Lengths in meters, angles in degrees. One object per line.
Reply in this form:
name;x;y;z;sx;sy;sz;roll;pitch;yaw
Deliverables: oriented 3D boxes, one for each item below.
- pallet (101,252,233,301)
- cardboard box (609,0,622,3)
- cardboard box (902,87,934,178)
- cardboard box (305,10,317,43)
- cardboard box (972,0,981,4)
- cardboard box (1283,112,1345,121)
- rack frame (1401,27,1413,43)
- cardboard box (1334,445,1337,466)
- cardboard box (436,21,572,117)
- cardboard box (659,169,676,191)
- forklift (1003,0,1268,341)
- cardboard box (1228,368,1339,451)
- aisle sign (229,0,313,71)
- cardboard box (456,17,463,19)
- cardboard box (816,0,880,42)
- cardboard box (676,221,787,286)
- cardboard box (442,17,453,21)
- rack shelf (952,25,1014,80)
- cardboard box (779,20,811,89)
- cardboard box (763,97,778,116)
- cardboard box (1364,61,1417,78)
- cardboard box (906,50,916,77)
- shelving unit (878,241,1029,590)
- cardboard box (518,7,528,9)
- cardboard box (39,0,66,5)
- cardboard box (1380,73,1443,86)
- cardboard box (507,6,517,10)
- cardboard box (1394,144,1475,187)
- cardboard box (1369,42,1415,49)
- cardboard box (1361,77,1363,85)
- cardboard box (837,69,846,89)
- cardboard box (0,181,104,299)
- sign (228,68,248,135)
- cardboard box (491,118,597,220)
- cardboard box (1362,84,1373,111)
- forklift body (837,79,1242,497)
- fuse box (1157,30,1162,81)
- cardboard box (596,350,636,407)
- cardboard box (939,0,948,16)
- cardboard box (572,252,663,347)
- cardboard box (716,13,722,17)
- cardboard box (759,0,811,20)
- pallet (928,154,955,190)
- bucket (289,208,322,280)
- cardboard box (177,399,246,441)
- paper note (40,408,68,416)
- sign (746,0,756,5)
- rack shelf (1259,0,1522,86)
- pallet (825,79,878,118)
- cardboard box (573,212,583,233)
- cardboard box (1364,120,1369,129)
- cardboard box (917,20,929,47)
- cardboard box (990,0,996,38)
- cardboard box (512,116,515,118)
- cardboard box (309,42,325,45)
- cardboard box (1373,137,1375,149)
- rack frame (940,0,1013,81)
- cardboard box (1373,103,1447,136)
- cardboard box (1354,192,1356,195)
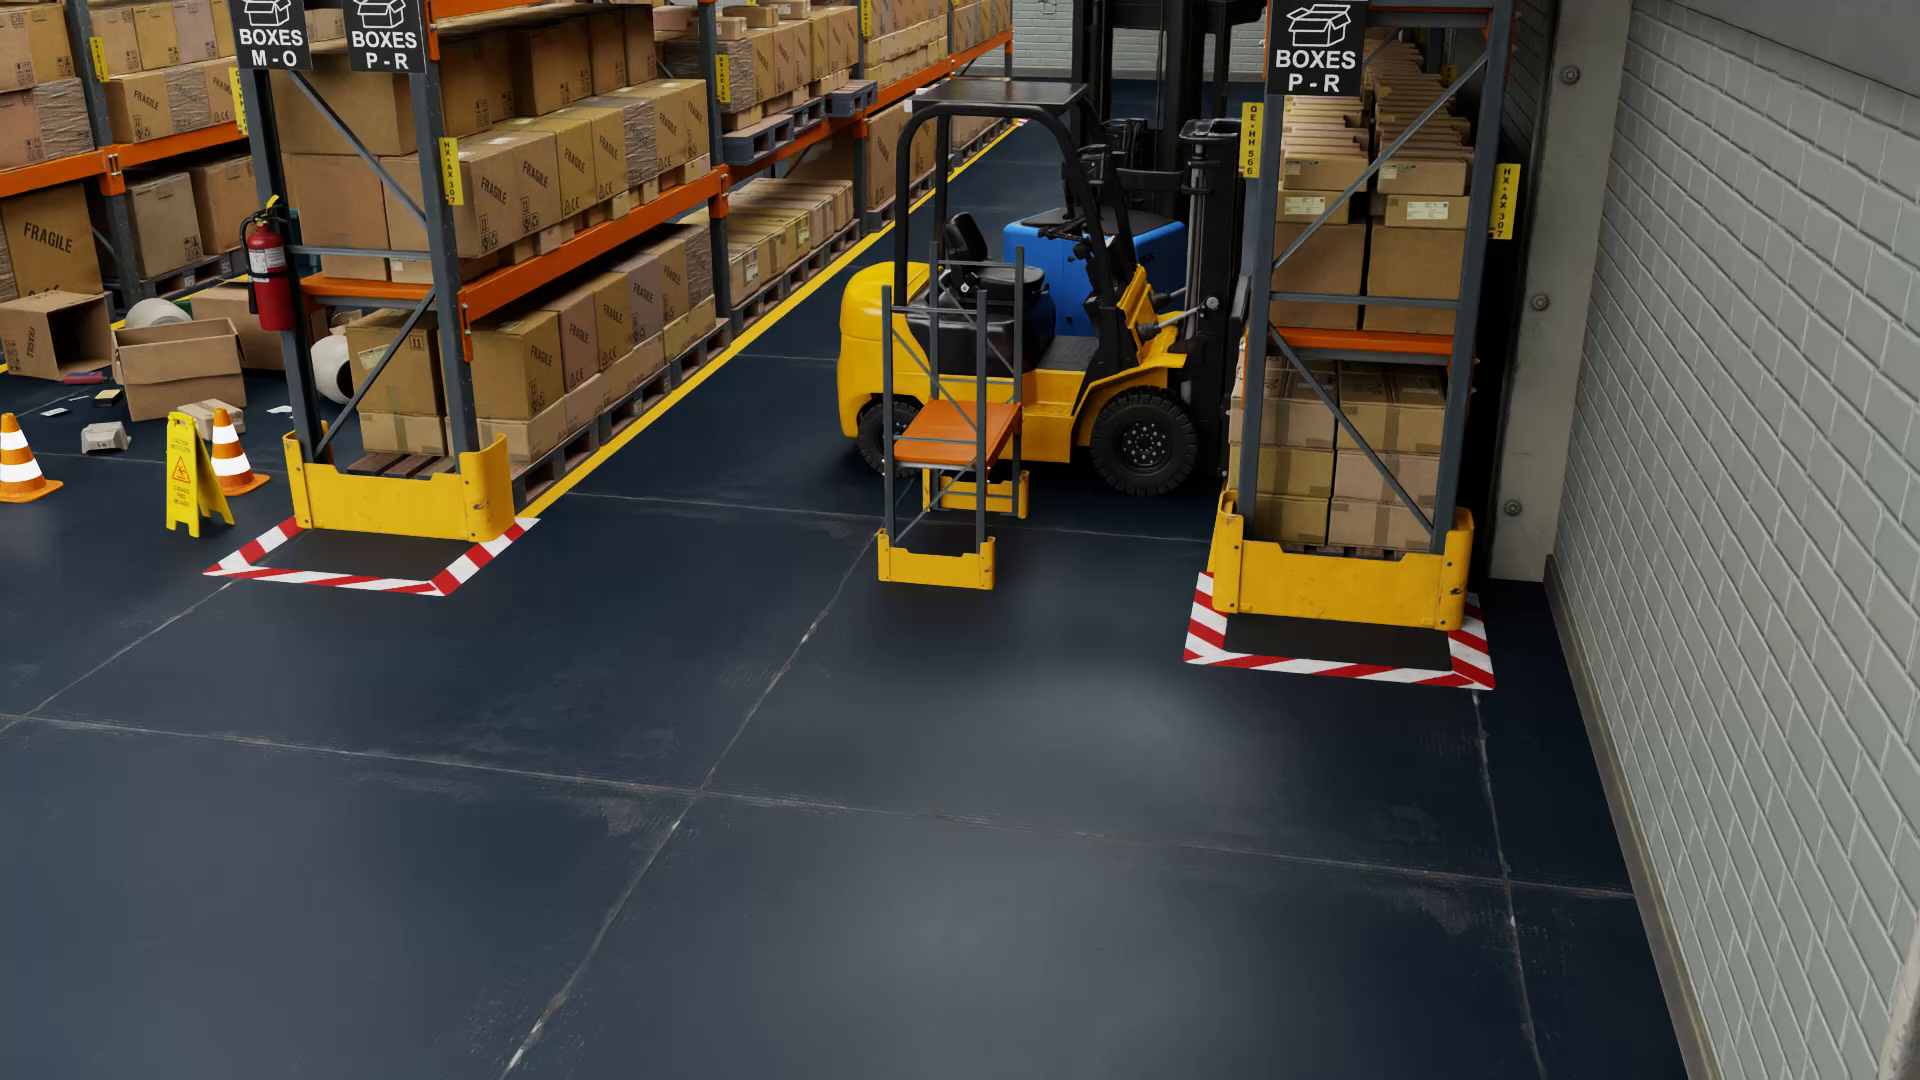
pallet;-7.005;-2.251;14.161;1.003;0.211;1.213;4;22;11
cardboard box;-4.796;-7.090;21.911;0.500;0.500;0.500;6;23;14
cardboard box;-0.815;-4.488;18.263;0.875;0.875;0.875;5;22;12
cardboard box;-6.476;-4.881;15.487;0.700;0.500;0.500;4;22;10
cardboard box;-0.031;-6.879;20.446;0.500;0.500;0.500;5;22;12
cardboard box;1.851;-2.183;8.859;0.380;0.149;0.250;5;22;12
rack frame;3.454;-4.002;14.776;1.000;3.000;0.127;4;22;11
cardboard box;2.212;-0.568;8.698;0.500;0.250;0.500;4;22;10
cardboard box;-2.796;-2.856;10.059;0.700;0.500;0.500;4;22;11
cardboard box;-2.163;-2.478;11.327;0.380;0.149;0.250;5;22;11
forklift;1.502;-2.874;12.066;1.130;2.935;3.031;14;26;30
cardboard box;1.610;-0.652;8.237;0.500;0.250;0.500;5;23;13
aisle sign;-3.335;-2.659;7.960;0.394;0.787;0.004;4;22;11
cardboard box;-5.665;-5.667;18.287;0.380;0.149;0.250;5;23;13
cardboard box;-1.066;-5.051;15.908;0.500;0.500;0.500;4;22;9
cardboard box;-1.974;-2.347;13.622;0.950;0.372;0.625;6;23;14
cardboard box;-5.722;-5.709;17.991;0.380;0.149;0.250;5;23;13
rack shelf;-0.182;-6.240;21.295;1.077;0.370;4.000;4;22;11
cardboard box;-1.535;-3.997;13.668;0.500;0.500;0.500;4;22;9
cardboard box;-1.664;-3.464;13.213;0.380;0.149;0.250;5;22;12
cardboard box;3.276;-3.553;12.658;0.380;0.149;0.250;5;22;11
cardboard box;-0.762;-5.031;17.531;0.500;0.250;0.500;4;22;11
shelving unit;-0.016;-0.668;8.504;0.587;1.500;1.083;4;22;11
cardboard box;-5.344;-6.238;19.704;0.380;0.149;0.250;5;23;13
cardboard box;-10.676;-6.396;19.244;0.797;0.503;0.637;5;23;13
cardboard box;2.869;-2.885;10.601;0.380;0.149;0.250;5;22;11
cardboard box;-5.401;-6.277;19.401;0.380;0.149;0.250;4;22;9
cardboard box;2.215;-1.761;7.810;0.380;0.149;0.250;5;23;13
cardboard box;3.642;-4.111;14.044;0.380;0.149;0.250;5;22;12
cardboard box;2.335;-2.827;10.457;0.380;0.149;0.250;5;22;12
cardboard box;-1.234;-4.121;14.844;0.380;0.149;0.250;4;22;10
cardboard box;-7.285;-2.241;12.686;0.875;0.875;0.875;5;22;12
sign;-3.578;-2.187;8.295;0.100;0.325;0.005;4;22;11
cardboard box;-2.465;-2.166;9.685;0.500;0.500;0.500;4;22;10
cardboard box;2.920;-2.999;11.282;0.380;0.149;0.250;4;22;10
forklift body;0.423;-1.515;9.737;2.313;2.155;1.214;4;22;11
fuse box;3.381;-8.558;27.812;0.539;1.711;0.414;4;22;11
cardboard box;-2.392;-1.033;10.523;0.500;0.250;0.500;6;23;15
cardboard box;-0.435;-6.170;18.686;0.500;0.500;0.500;5;23;13
cardboard box;-2.285;-1.574;10.861;0.500;0.500;0.500;6;23;14
cardboard box;-1.926;-4.226;14.237;0.500;0.500;0.500;5;22;12
cardboard box;-1.464;-4.440;13.899;0.380;0.149;0.250;3;22;8
pallet;-0.673;-4.261;19.150;1.003;0.211;1.213;4;22;11
bucket;-4.859;-2.218;12.693;0.726;0.611;0.620;13;15;29
cardboard box;-4.749;-0.764;10.552;0.380;0.149;0.250;18;28;38
paper note;-5.931;-0.845;10.912;0.144;0.017;0.142;13;25;29
sign;-1.950;-4.957;15.598;0.100;0.325;0.005;4;22;11
rack shelf;2.230;-2.866;8.902;1.077;0.370;4.000;4;22;11
pallet;-1.447;-4.022;15.081;1.213;0.211;1.003;4;22;11
cardboard box;-2.483;-1.917;9.936;0.380;0.149;0.250;5;23;13
cardboard box;2.811;-2.401;10.666;0.500;0.500;0.500;4;22;11
cardboard box;-0.636;-5.451;17.906;0.500;0.250;0.500;5;22;12
cardboard box;0.175;-6.784;21.548;0.500;0.500;0.500;5;22;12
cardboard box;-2.863;-2.407;10.282;0.500;0.500;0.500;5;22;12
cardboard box;-6.205;-4.399;15.626;0.500;0.500;0.500;4;22;11
cardboard box;2.565;-2.277;9.490;0.380;0.149;0.250;4;22;10
rack frame;0.227;-7.305;22.977;1.000;3.000;0.127;4;22;11
cardboard box;2.493;-2.329;9.220;0.380;0.149;0.250;5;22;12
cardboard box;1.816;-1.848;8.424;0.380;0.149;0.250;4;22;11
